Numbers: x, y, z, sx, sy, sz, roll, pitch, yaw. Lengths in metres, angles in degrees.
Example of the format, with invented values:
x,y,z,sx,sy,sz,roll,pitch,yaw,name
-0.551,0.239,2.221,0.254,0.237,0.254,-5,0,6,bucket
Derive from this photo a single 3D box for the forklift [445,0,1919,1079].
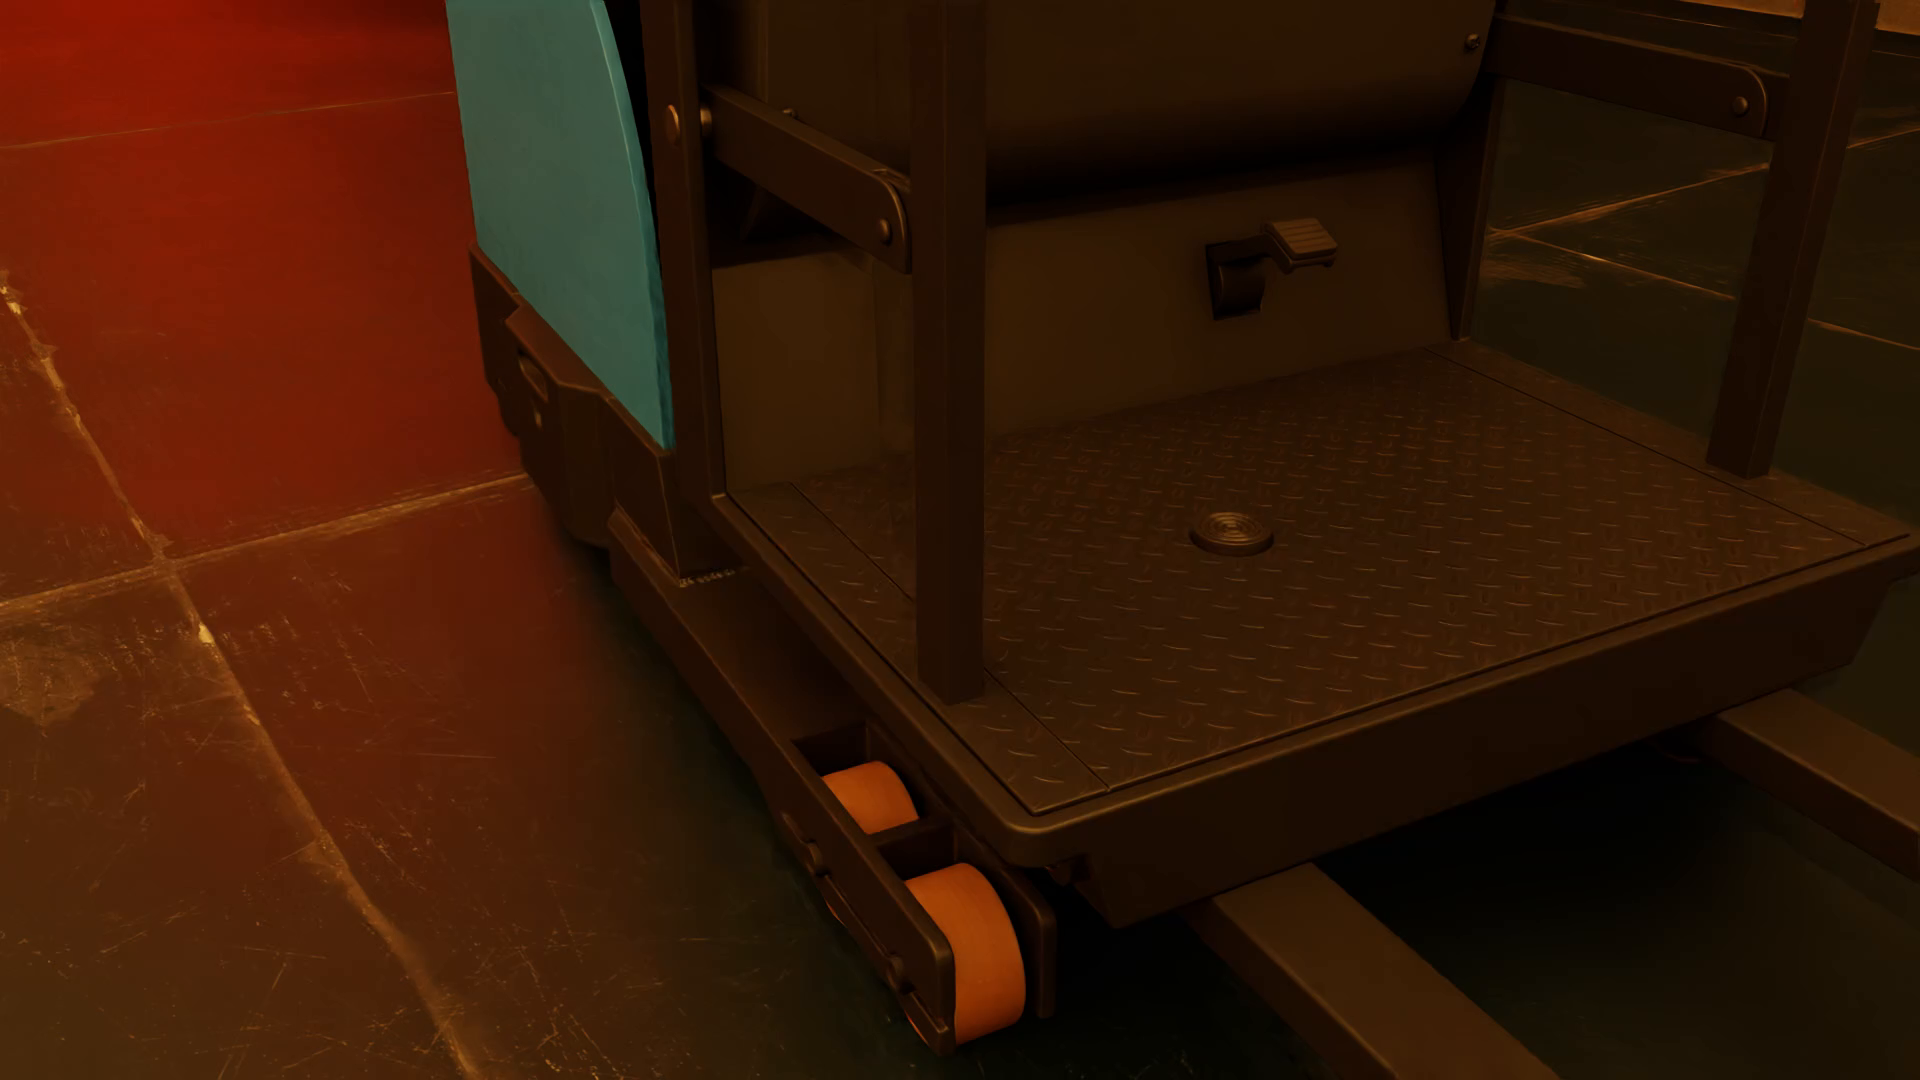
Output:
x,y,z,sx,sy,sz,roll,pitch,yaw,name
0.303,-1.068,1.360,1.130,2.935,3.031,-13,30,-25,forklift
